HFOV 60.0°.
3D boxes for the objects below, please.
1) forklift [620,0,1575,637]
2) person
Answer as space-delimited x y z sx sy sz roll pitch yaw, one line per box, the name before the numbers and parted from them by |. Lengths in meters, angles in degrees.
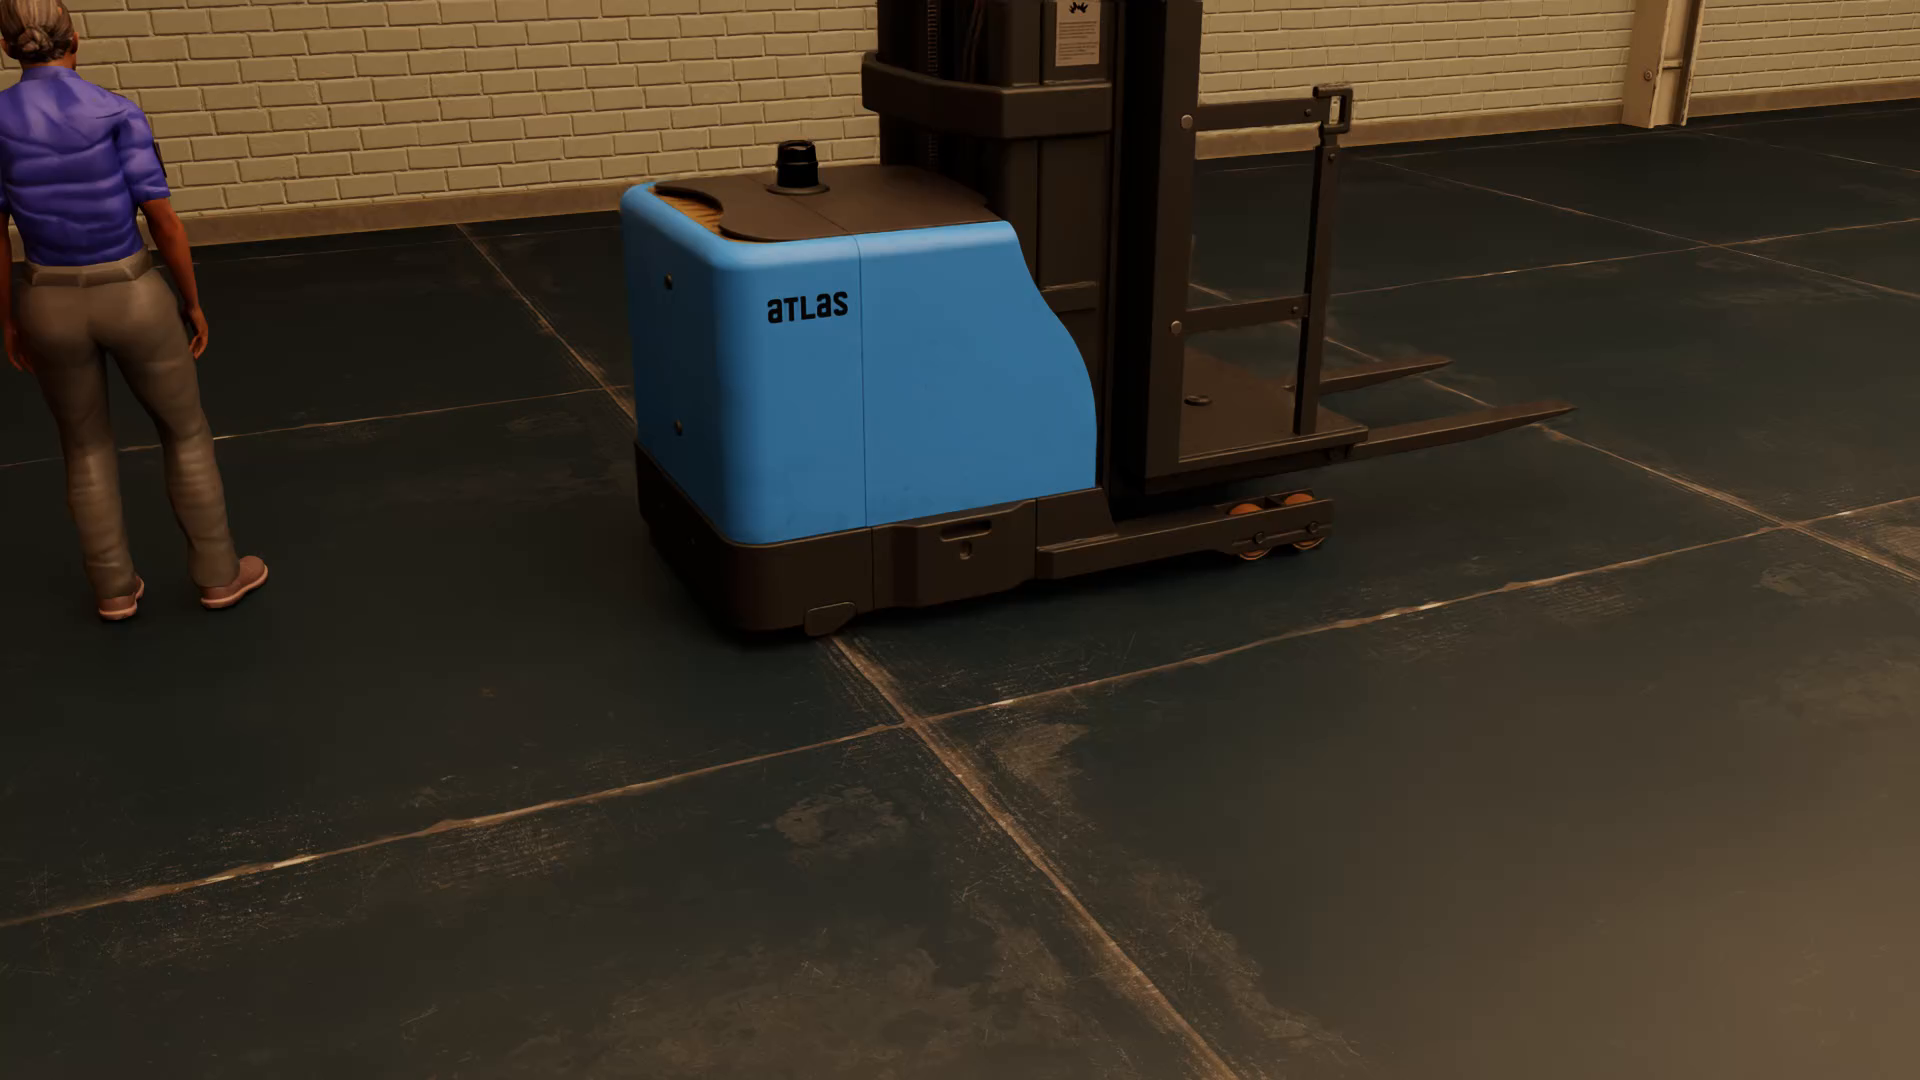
forklift | 0.569 -1.465 4.812 3.031 2.935 1.130 -10 25 -23
person | -2.240 -0.588 4.371 0.529 1.653 0.349 -6 23 -15
